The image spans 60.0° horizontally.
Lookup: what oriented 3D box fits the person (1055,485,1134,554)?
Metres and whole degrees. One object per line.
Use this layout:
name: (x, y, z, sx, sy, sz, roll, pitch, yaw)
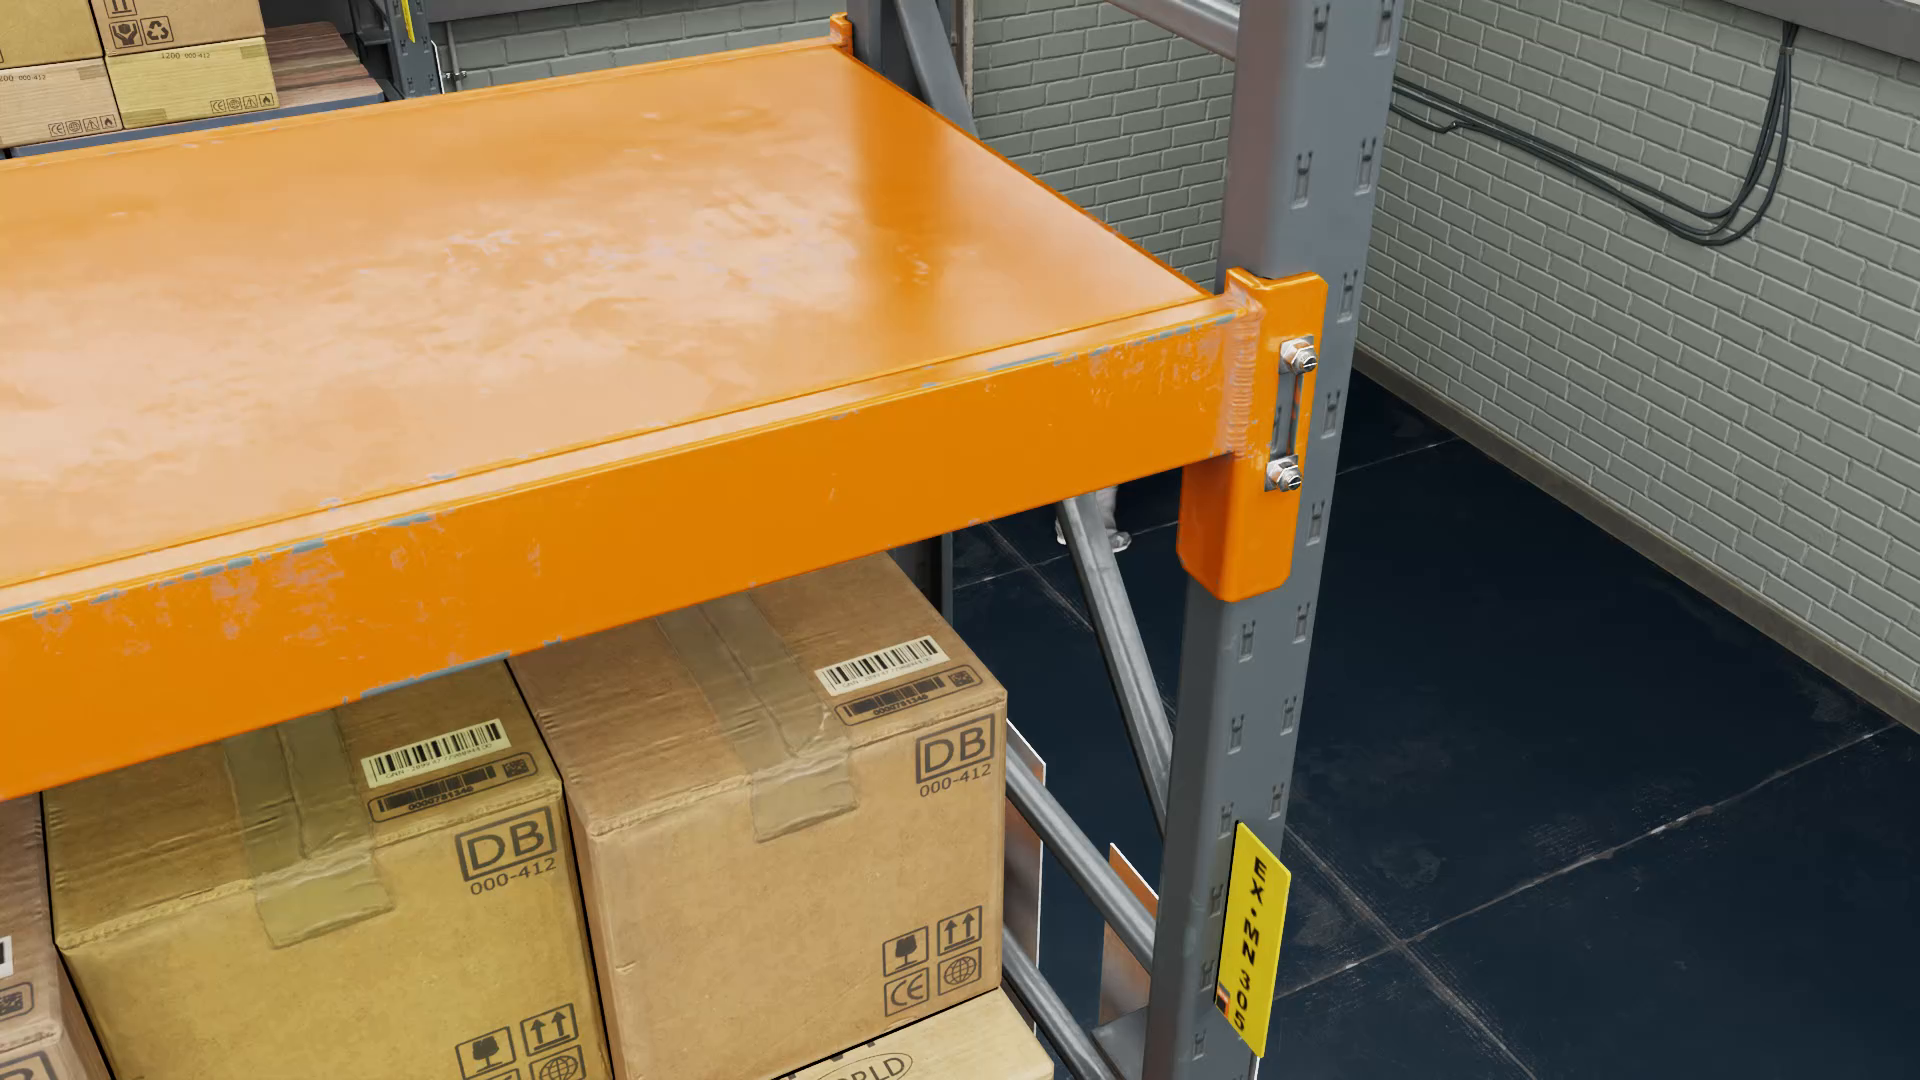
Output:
person: (0.670, -0.647, 8.597, 0.482, 1.592, 0.347, 20, 38, 27)
